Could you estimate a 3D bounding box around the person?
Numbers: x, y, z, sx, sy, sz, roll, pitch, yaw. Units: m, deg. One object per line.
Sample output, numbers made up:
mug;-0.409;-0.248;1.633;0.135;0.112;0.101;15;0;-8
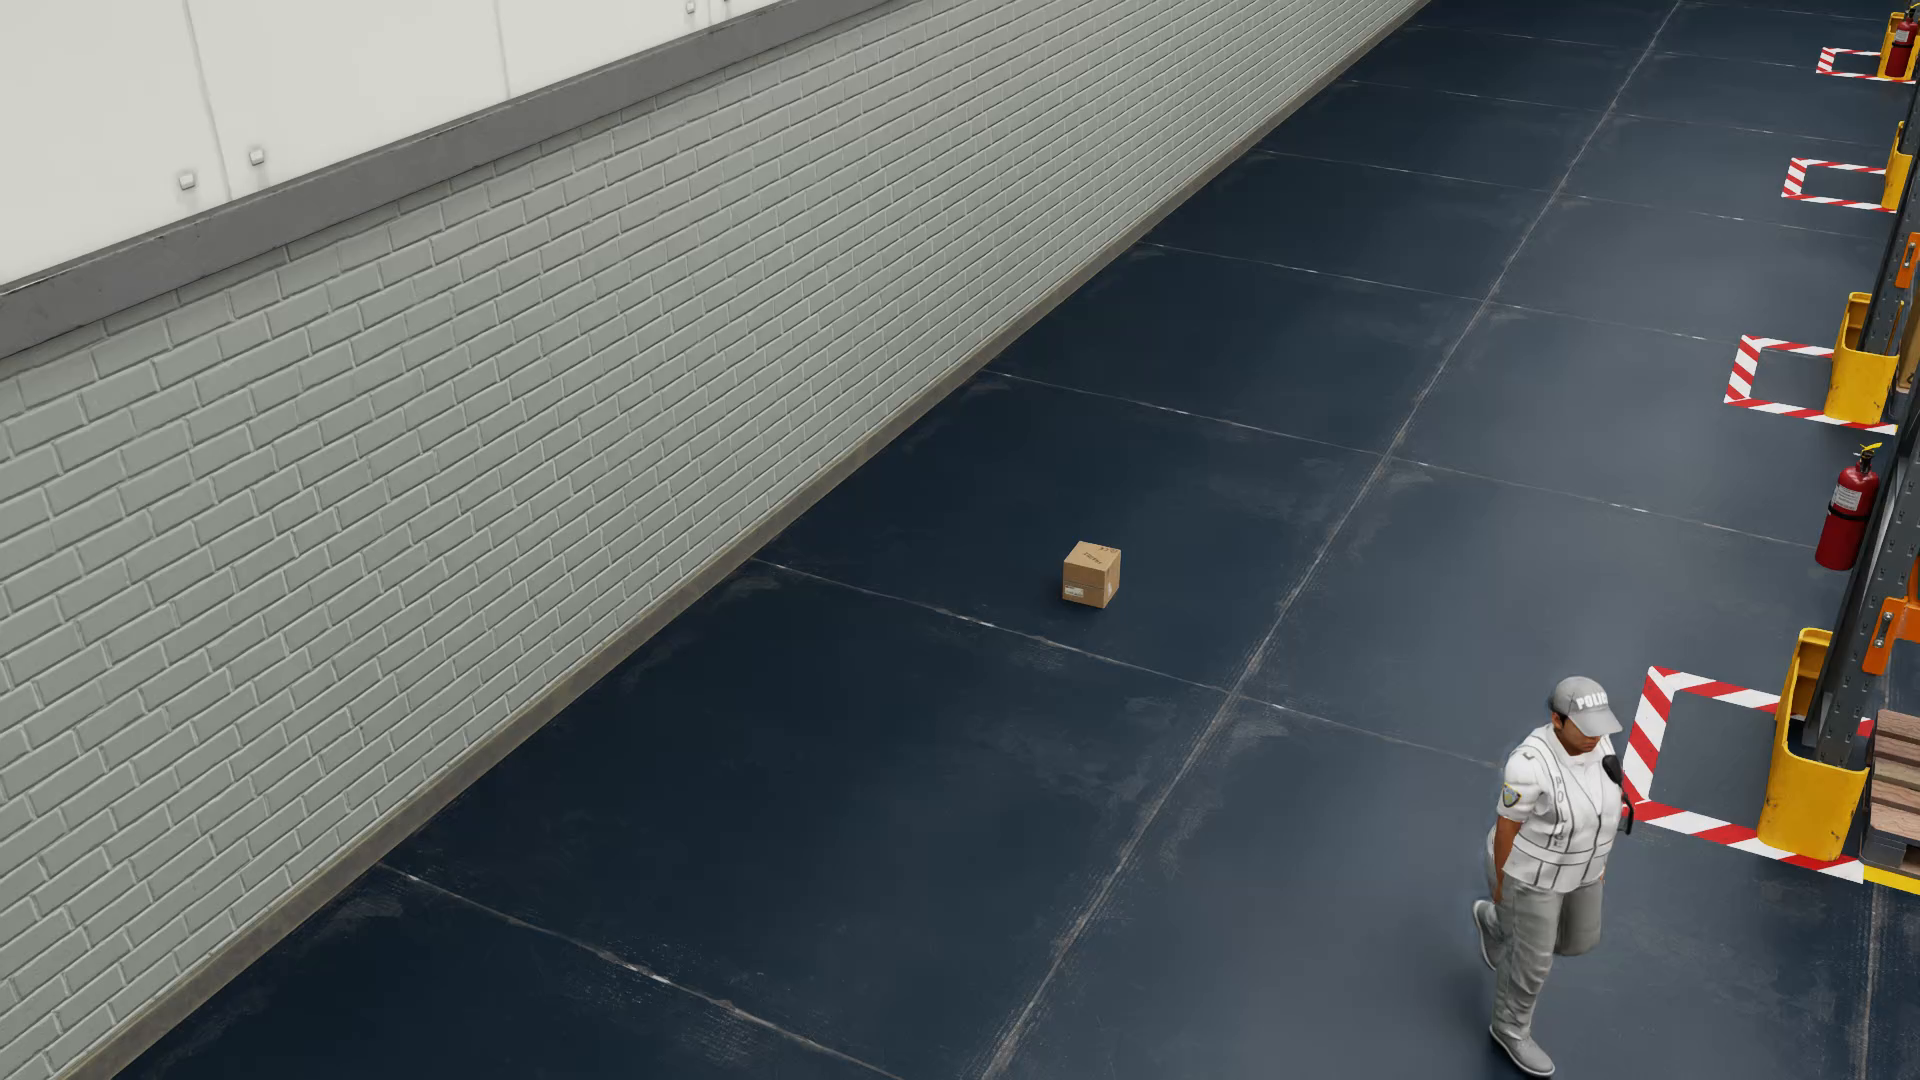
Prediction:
person;2.157;1.186;6.212;0.480;1.650;0.649;-15;33;-24
